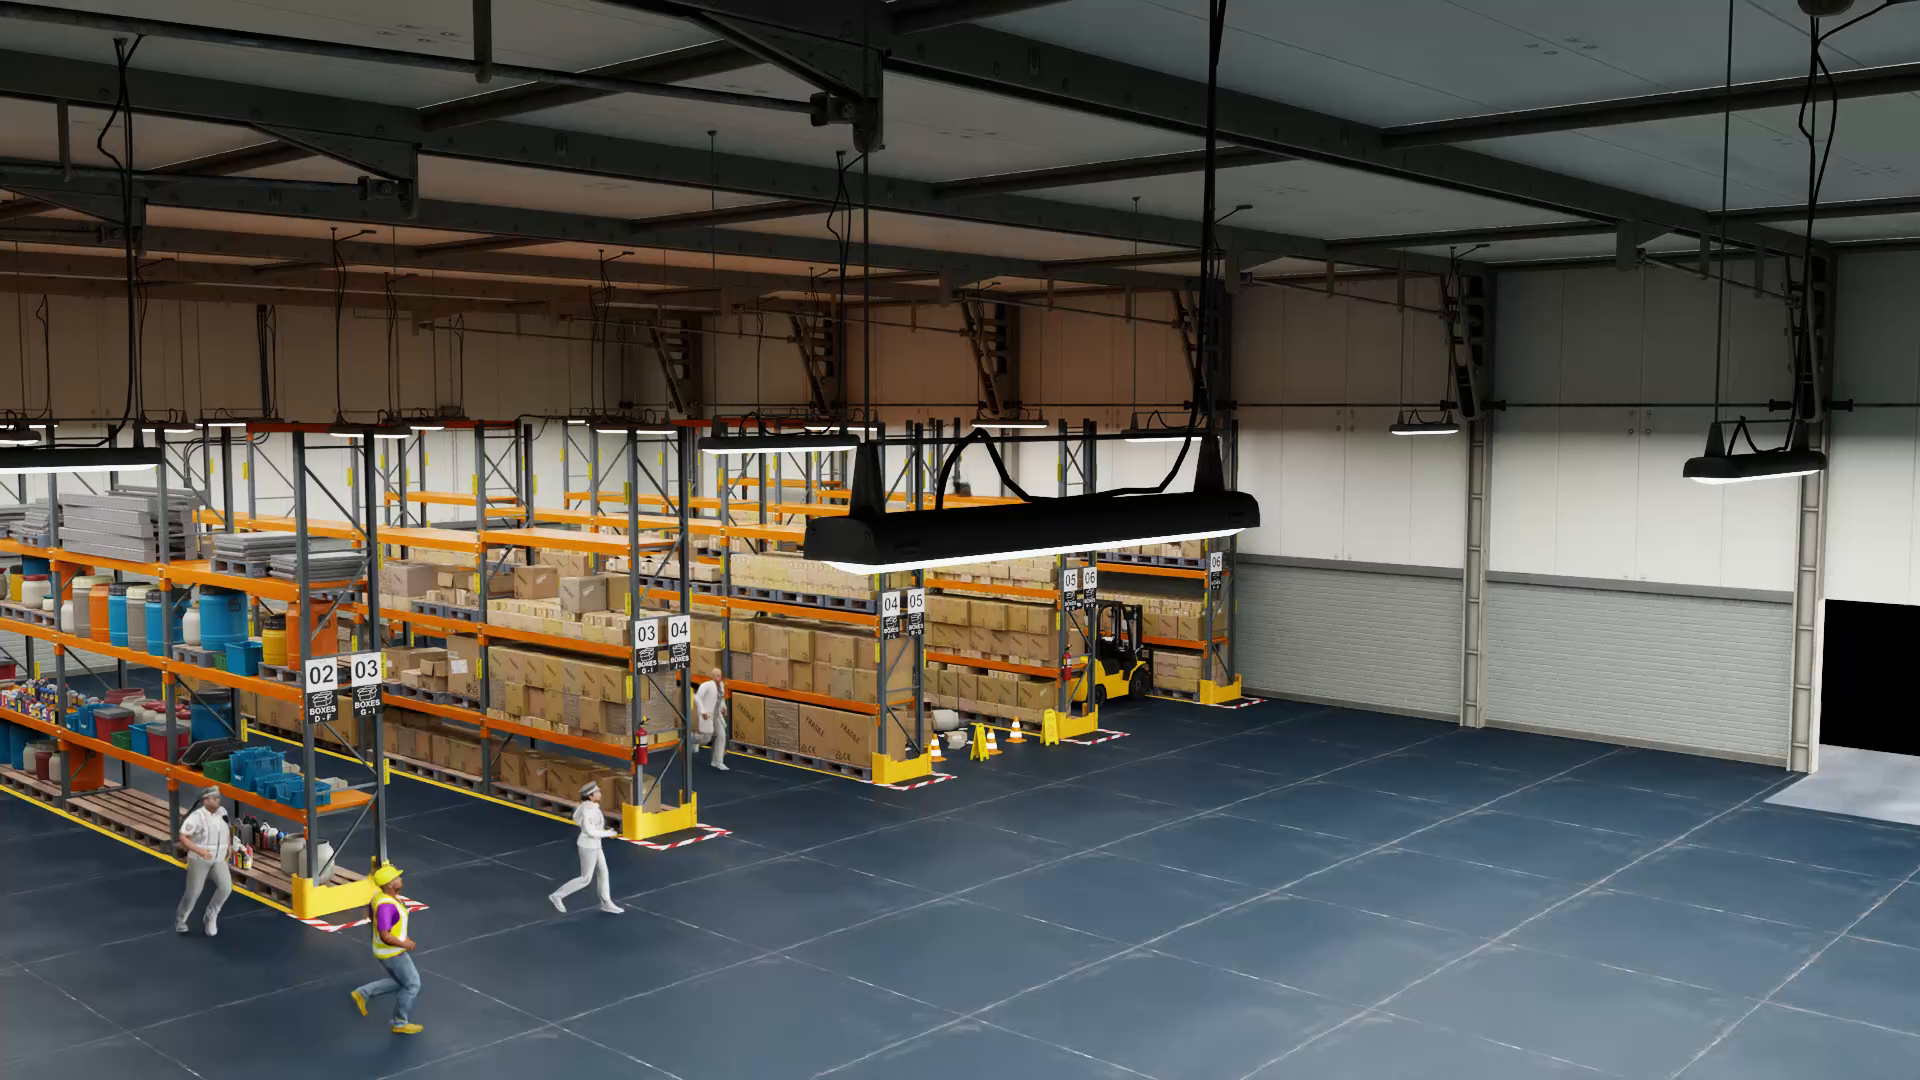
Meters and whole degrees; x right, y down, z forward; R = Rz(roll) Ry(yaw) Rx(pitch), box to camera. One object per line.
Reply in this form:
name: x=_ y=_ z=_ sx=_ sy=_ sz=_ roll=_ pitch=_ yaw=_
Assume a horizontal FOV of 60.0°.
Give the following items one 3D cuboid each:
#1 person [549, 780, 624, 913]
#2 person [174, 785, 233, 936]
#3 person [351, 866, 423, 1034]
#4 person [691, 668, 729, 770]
person: x=-4.625 y=3.813 z=20.545 sx=0.914 sy=1.707 sz=0.624 roll=-1 pitch=5 yaw=-14
person: x=-9.034 y=3.811 z=20.003 sx=0.681 sy=1.727 sz=0.725 roll=3 pitch=6 yaw=35
person: x=-5.754 y=4.120 z=16.661 sx=0.660 sy=1.720 sz=0.731 roll=-3 pitch=5 yaw=-29
person: x=-4.391 y=3.111 z=29.094 sx=0.985 sy=1.771 sz=0.719 roll=4 pitch=6 yaw=40
